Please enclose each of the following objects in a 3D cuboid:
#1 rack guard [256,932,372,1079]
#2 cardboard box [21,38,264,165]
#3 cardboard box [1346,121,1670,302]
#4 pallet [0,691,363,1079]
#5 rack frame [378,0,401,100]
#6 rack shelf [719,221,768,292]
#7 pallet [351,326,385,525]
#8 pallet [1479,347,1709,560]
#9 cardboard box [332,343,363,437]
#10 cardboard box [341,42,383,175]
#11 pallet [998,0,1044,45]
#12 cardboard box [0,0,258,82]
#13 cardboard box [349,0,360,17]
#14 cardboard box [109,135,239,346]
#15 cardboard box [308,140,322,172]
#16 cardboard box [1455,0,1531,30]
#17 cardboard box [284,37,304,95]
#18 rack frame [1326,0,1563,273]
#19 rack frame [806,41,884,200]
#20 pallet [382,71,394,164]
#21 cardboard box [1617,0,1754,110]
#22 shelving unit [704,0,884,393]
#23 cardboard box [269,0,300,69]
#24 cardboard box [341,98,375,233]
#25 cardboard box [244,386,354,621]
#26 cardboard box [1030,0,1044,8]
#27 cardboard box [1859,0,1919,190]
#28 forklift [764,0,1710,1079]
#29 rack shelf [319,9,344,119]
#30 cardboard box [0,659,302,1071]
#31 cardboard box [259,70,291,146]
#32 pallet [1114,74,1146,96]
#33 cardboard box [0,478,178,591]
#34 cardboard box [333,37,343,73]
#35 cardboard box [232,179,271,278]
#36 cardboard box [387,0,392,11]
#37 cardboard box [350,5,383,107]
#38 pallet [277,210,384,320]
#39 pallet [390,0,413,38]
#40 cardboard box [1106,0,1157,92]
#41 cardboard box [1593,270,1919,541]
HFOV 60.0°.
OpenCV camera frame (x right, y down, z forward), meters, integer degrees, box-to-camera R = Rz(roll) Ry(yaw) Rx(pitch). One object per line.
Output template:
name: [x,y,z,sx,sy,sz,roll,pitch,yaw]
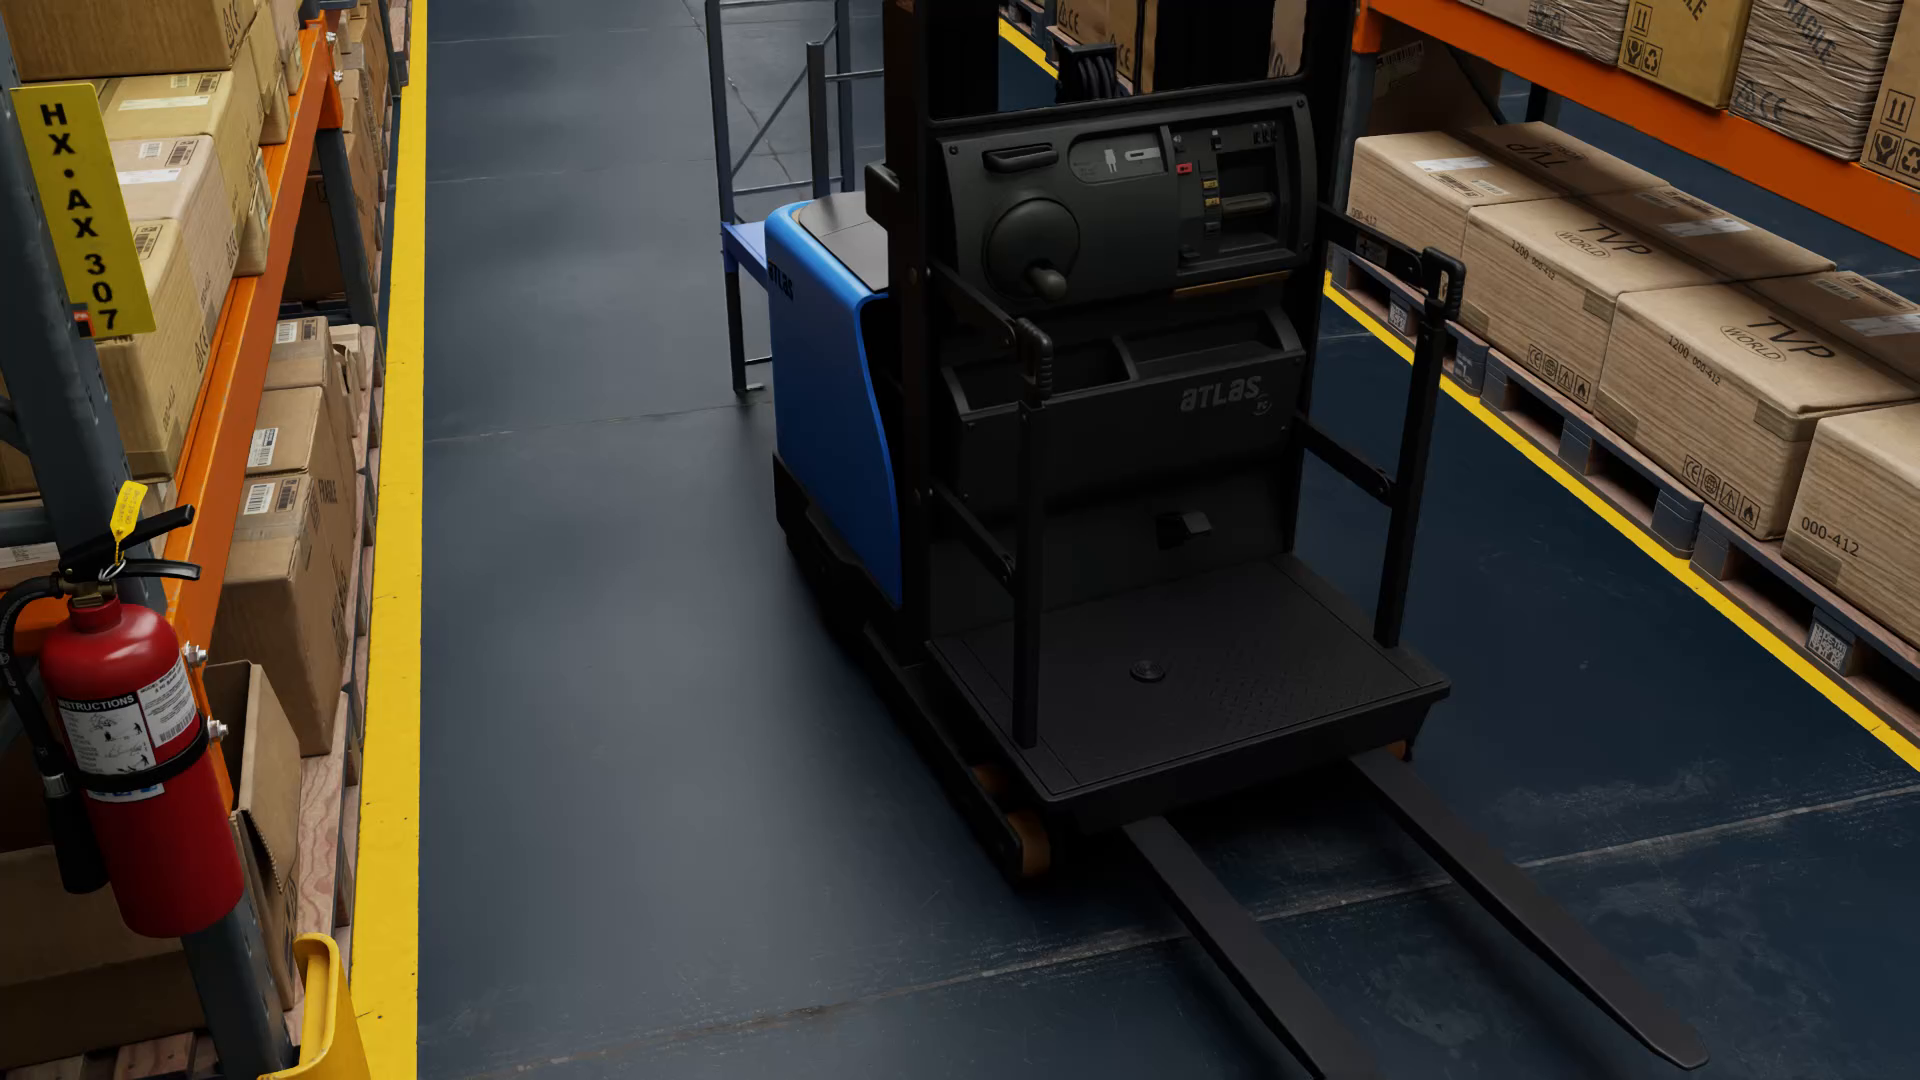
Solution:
rack guard: [-1.650,1.082,2.881,1.175,0.500,0.348,-8,31,-13]
cardboard box: [-1.918,-1.014,3.860,0.500,0.250,0.500,-9,31,-15]
cardboard box: [2.157,-1.312,6.661,0.875,0.438,0.875,-8,31,-14]
pallet: [-1.862,0.822,3.619,1.003,0.211,1.213,-8,31,-13]
rack frame: [-3.753,-3.827,8.867,1.000,3.000,0.127,-8,31,-13]
rack shelf: [-0.406,-0.868,5.612,0.538,0.185,1.000,-13,32,-21]
pallet: [-2.510,-0.356,5.655,1.003,0.211,1.213,-8,31,-13]
pallet: [2.547,-0.382,5.699,1.003,0.211,1.213,-8,31,-13]
cardboard box: [-2.165,-0.491,5.414,0.396,0.266,0.258,-7,31,-11]
cardboard box: [-3.013,-2.007,7.799,0.500,0.500,0.500,-9,31,-15]
pallet: [0.826,-3.659,11.361,1.003,0.211,1.213,-8,31,-13]
cardboard box: [-1.889,-1.331,3.659,0.500,0.500,0.500,-7,31,-12]
cardboard box: [-3.248,-2.742,8.421,0.380,0.149,0.250,-9,31,-15]
cardboard box: [-1.624,-0.525,3.016,0.500,0.250,0.500,-8,31,-13]
cardboard box: [-2.530,-1.484,6.248,0.380,0.149,0.250,-6,31,-11]
cardboard box: [2.095,-2.095,5.775,0.500,0.500,0.500,-8,31,-13]
cardboard box: [-2.181,-1.420,4.961,0.380,0.149,0.250,-7,31,-12]
rack frame: [2.093,-2.557,6.673,1.000,3.000,0.127,-8,31,-13]
rack frame: [-0.198,-0.792,5.120,0.500,1.500,0.032,-13,32,-21]
pallet: [-3.591,-2.254,8.934,1.003,0.211,1.213,-8,31,-13]
cardboard box: [2.358,-1.605,4.929,0.500,0.500,0.500,-7,31,-12]
shelving unit: [-0.406,-1.024,5.522,0.538,1.500,1.048,-13,32,-21]
cardboard box: [-2.174,-1.505,4.709,0.500,0.250,0.500,-8,31,-13]
cardboard box: [-2.754,-1.514,6.948,0.500,0.500,0.500,-8,31,-14]
cardboard box: [-1.934,-0.057,4.431,0.500,0.500,0.500,-7,31,-12]
cardboard box: [0.891,-3.807,11.037,0.950,0.372,0.625,-10,32,-17]
cardboard box: [2.653,-1.110,4.074,0.500,0.500,0.500,-8,31,-14]
forklift: [0.487,-0.724,3.575,1.130,2.935,3.031,-13,32,-21]
rack shelf: [-3.222,-2.549,7.378,1.077,0.370,4.000,-8,31,-13]
cardboard box: [-1.701,0.628,3.244,0.797,0.503,0.637,-9,31,-15]
cardboard box: [-2.042,-1.171,4.529,0.380,0.149,0.250,-8,31,-14]
pallet: [1.489,-2.303,9.018,1.003,0.211,1.213,-8,31,-13]
cardboard box: [-1.452,-0.049,2.592,0.380,0.149,0.250,-8,31,-14]
cardboard box: [-2.937,-2.106,7.323,0.380,0.149,0.250,-7,31,-11]
cardboard box: [-1.746,-0.678,3.678,0.380,0.149,0.250,-9,31,-15]
cardboard box: [-4.086,-3.598,10.424,0.875,0.625,0.625,-7,31,-12]
cardboard box: [-3.311,-2.508,8.665,0.500,0.500,0.500,-8,31,-14]
pallet: [-2.944,-1.076,6.898,1.003,0.211,1.213,-8,31,-13]
pallet: [-4.254,-3.611,11.278,1.003,0.211,1.213,-8,31,-13]
cardboard box: [1.368,-2.975,9.097,0.875,0.875,0.875,-7,31,-13]
cardboard box: [2.632,-0.444,5.161,0.875,0.438,0.875,-7,31,-12]
